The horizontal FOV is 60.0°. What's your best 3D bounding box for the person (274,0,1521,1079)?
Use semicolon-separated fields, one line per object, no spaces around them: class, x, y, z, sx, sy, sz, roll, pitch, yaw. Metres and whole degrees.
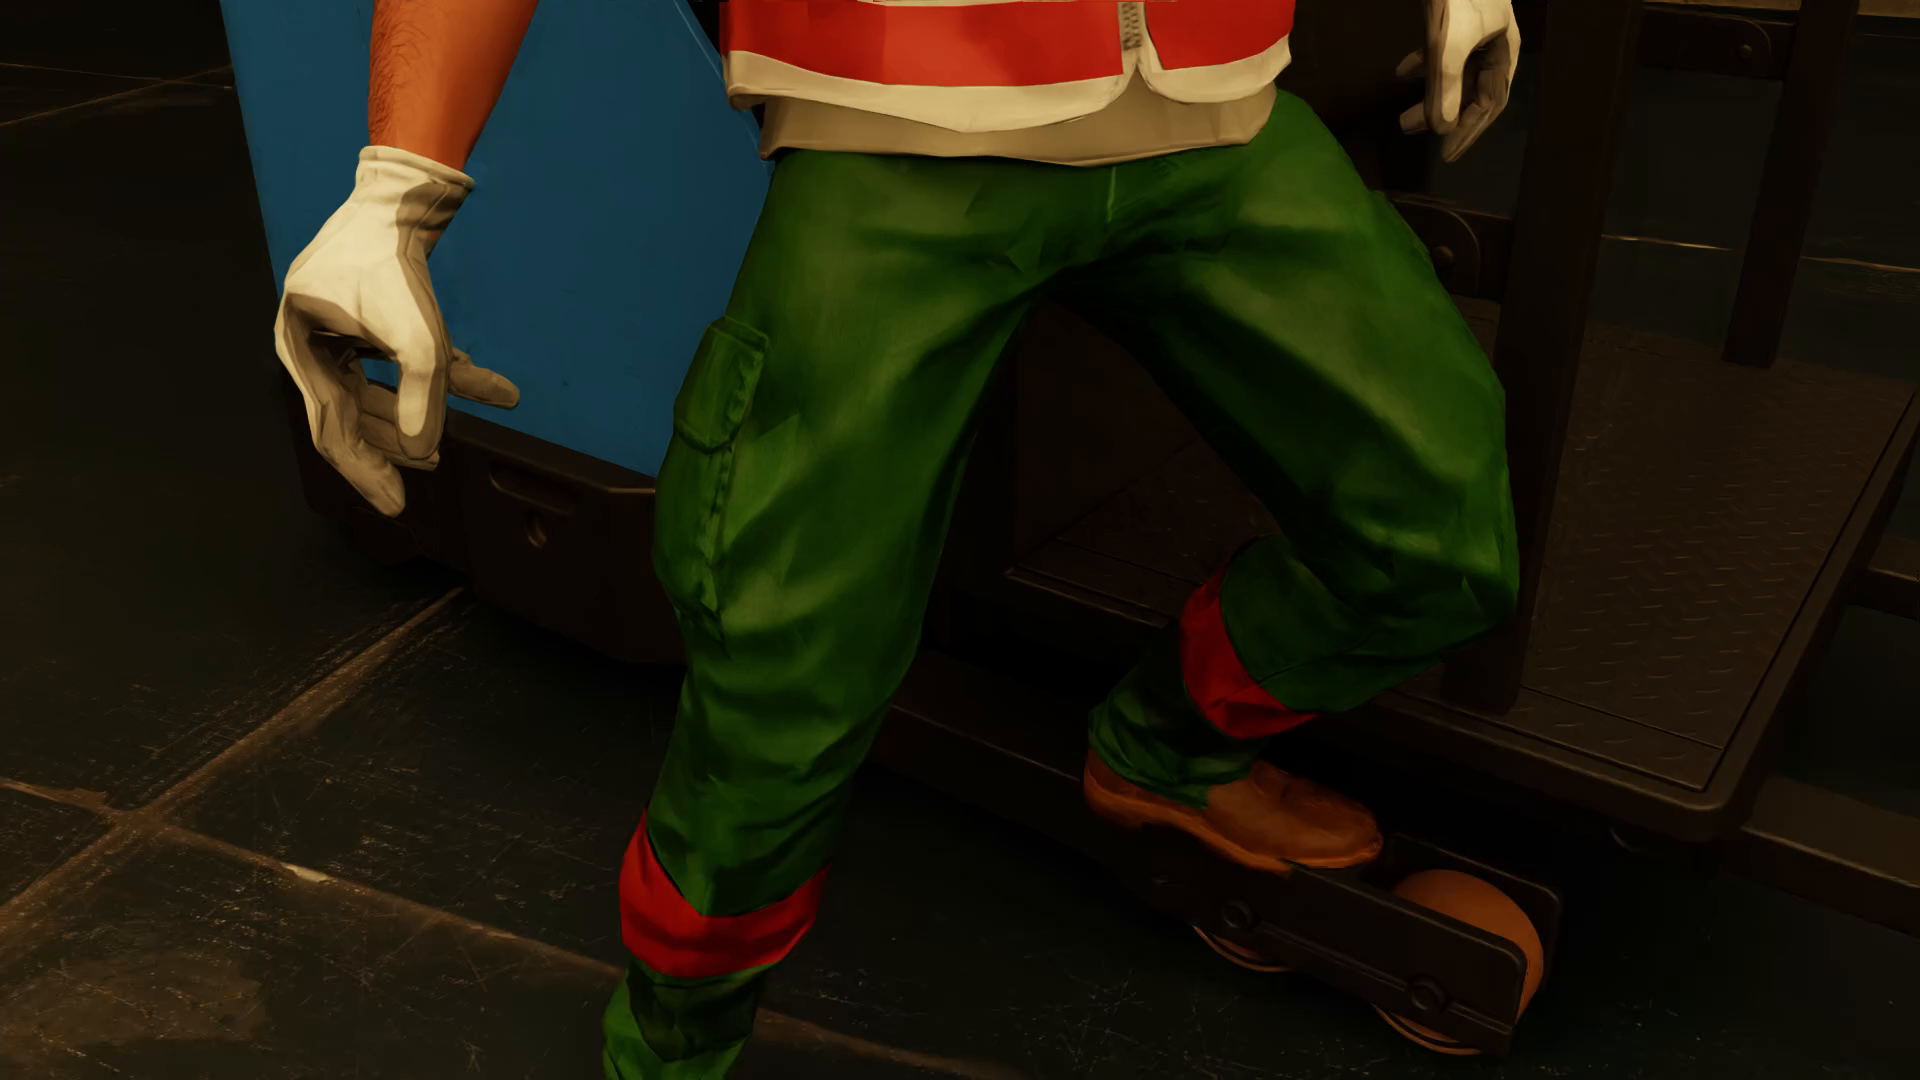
person;0.043;-0.244;1.109;0.955;1.734;0.448;-15;31;-27

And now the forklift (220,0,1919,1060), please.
forklift;0.521;-1.098;1.432;3.031;2.935;1.130;18;32;31
